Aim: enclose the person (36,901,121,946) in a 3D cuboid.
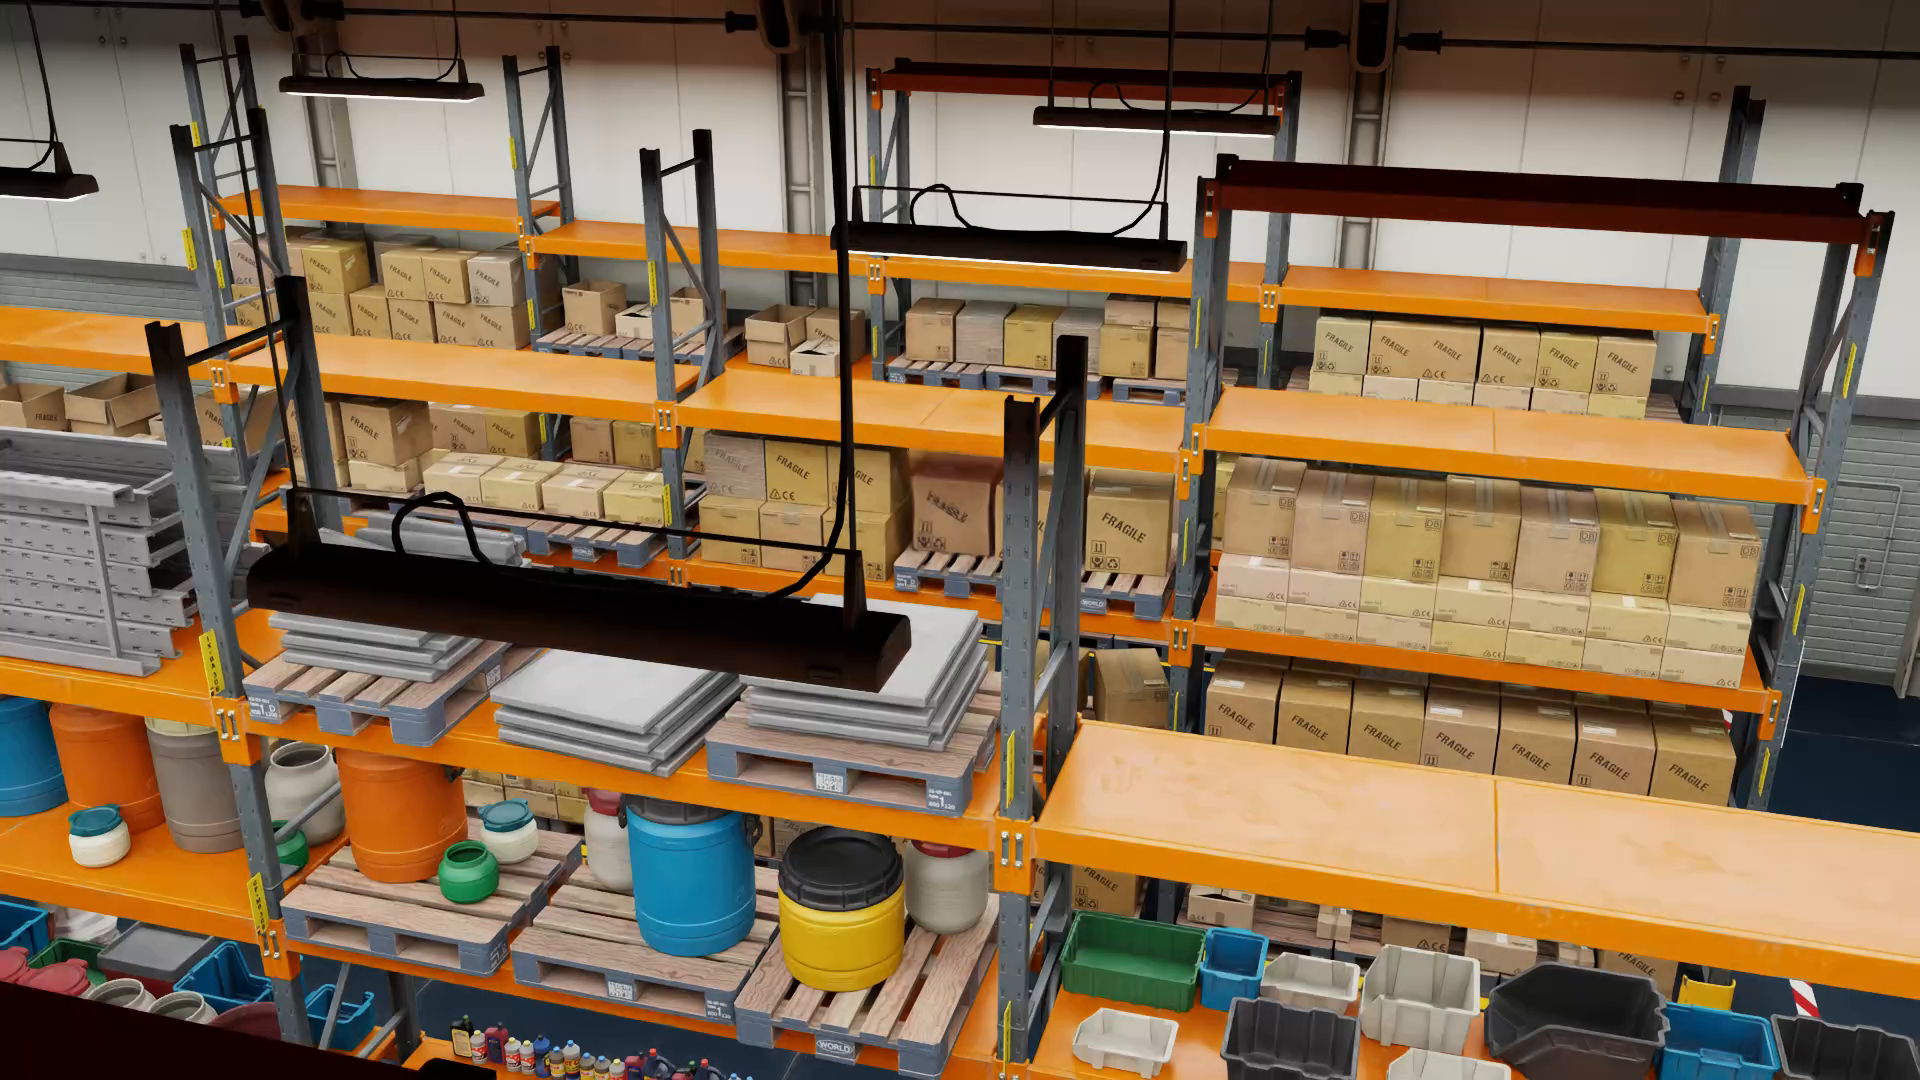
[{"bbox_3d":[-6.314,2.714,11.937,0.597,1.711,1.074,-18,28,-36],"label":"person"}]
